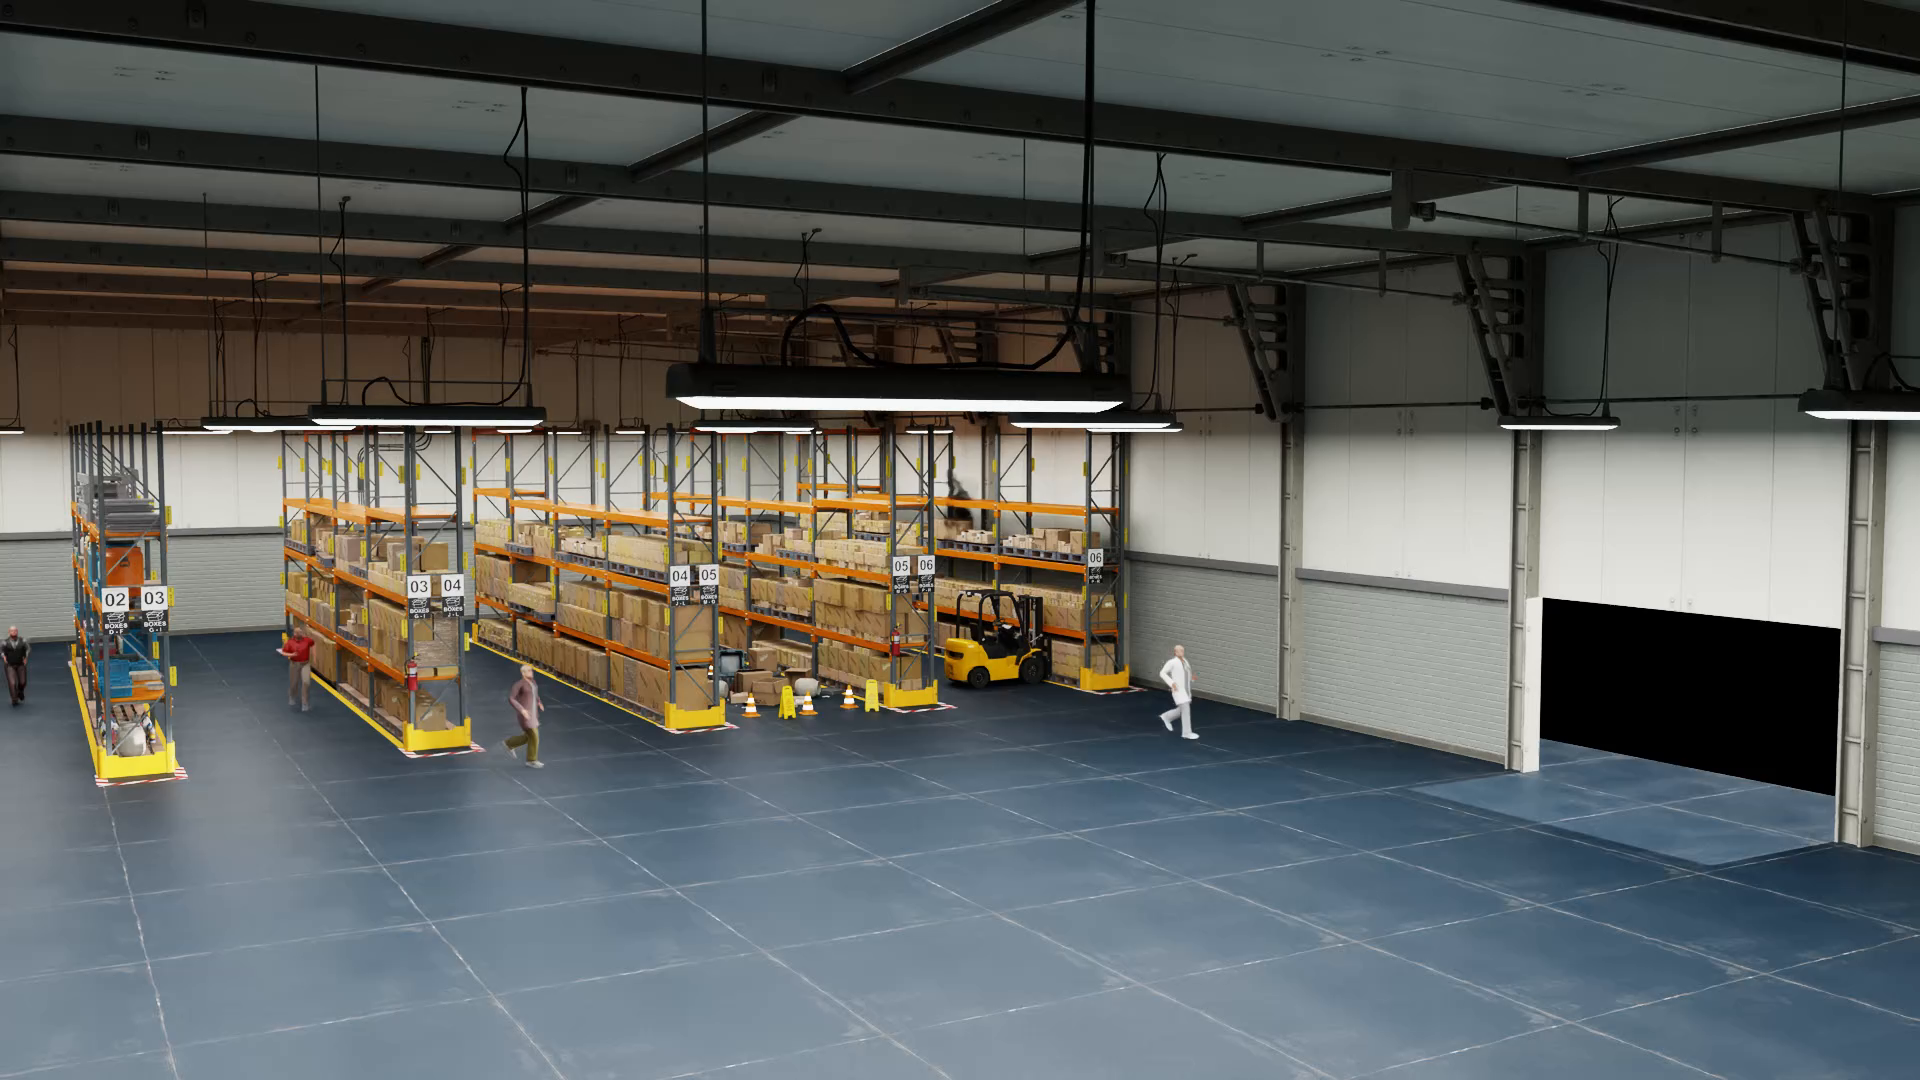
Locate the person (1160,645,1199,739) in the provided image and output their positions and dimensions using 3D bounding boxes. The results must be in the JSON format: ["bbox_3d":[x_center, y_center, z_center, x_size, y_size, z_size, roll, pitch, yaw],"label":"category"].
[{"bbox_3d":[4.177,2.883,31.699,0.963,1.751,0.720,3,5,44],"label":"person"}]

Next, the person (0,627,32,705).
[{"bbox_3d":[-20.195,2.688,35.538,0.655,1.673,0.604,-2,4,-34],"label":"person"}]

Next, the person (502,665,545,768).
[{"bbox_3d":[-7.613,3.056,28.951,0.846,1.788,0.718,1,4,15],"label":"person"}]

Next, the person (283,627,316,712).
[{"bbox_3d":[-13.912,2.704,35.046,0.672,1.784,0.930,-2,4,-24],"label":"person"}]
